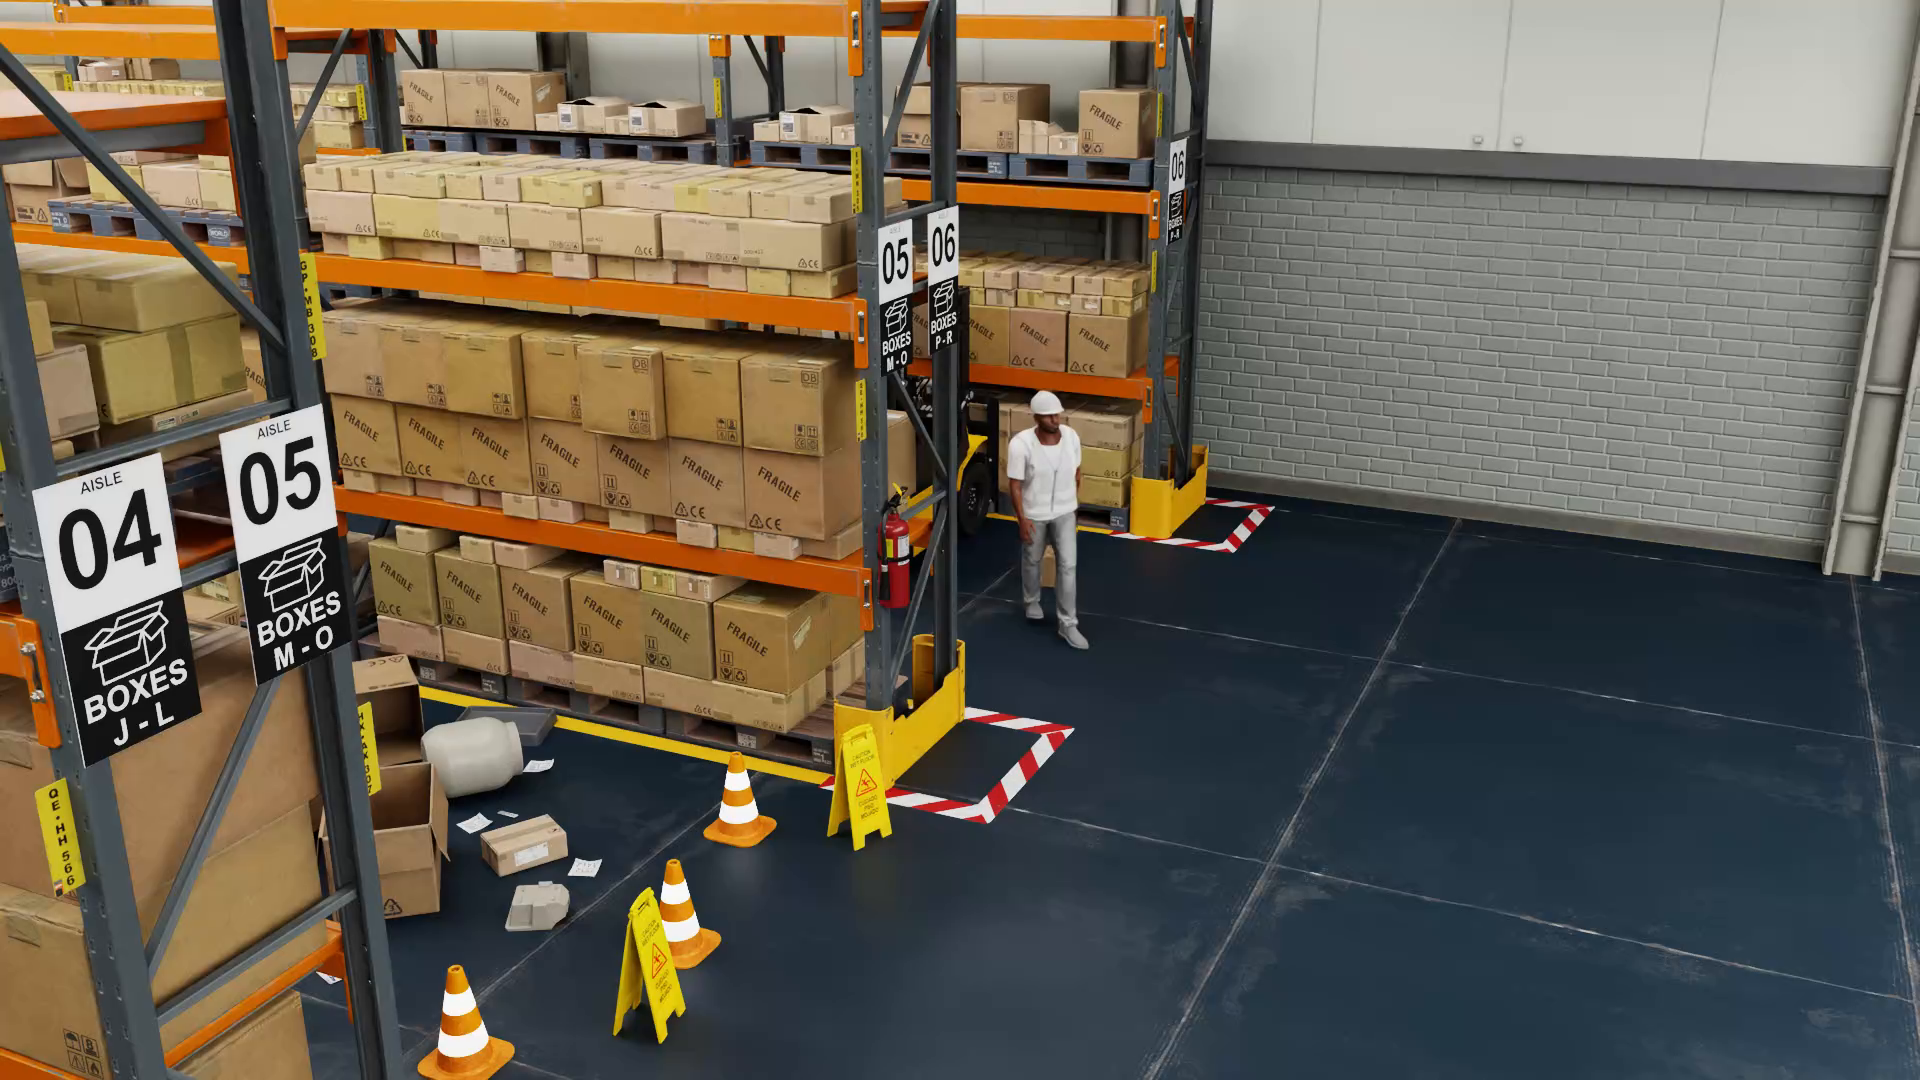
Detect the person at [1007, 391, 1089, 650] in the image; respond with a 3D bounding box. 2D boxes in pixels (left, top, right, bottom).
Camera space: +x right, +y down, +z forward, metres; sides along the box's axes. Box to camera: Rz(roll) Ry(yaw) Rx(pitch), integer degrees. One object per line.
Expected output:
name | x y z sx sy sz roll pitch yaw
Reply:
person | 0.601 -0.184 11.542 0.564 1.745 0.847 -4 19 -10
